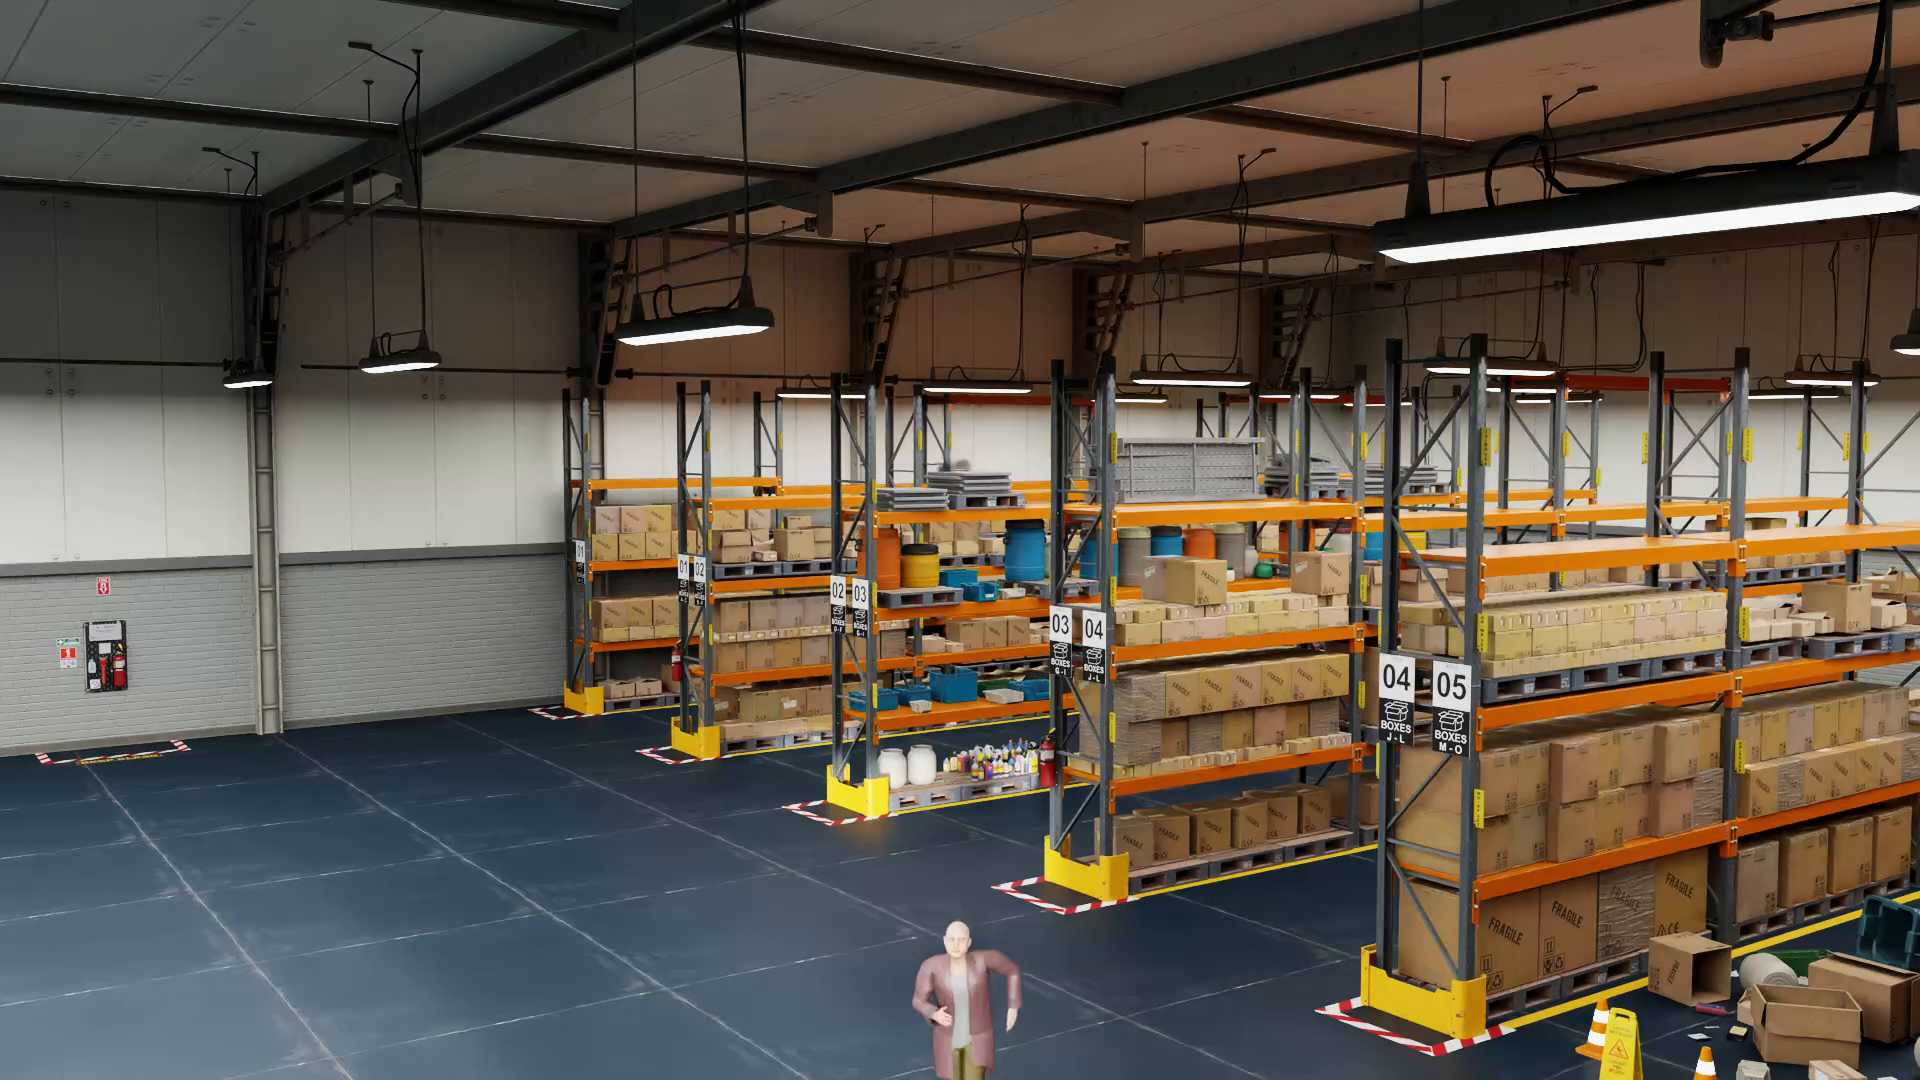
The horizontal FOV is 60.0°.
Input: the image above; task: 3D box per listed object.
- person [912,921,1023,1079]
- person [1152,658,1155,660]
[{"bbox_3d":[0.044,3.533,11.713,0.759,1.726,0.793,0,4,7],"label":"person"},{"bbox_3d":[3.224,2.178,29.081,0.842,1.717,0.599,-3,5,-39],"label":"person"}]
